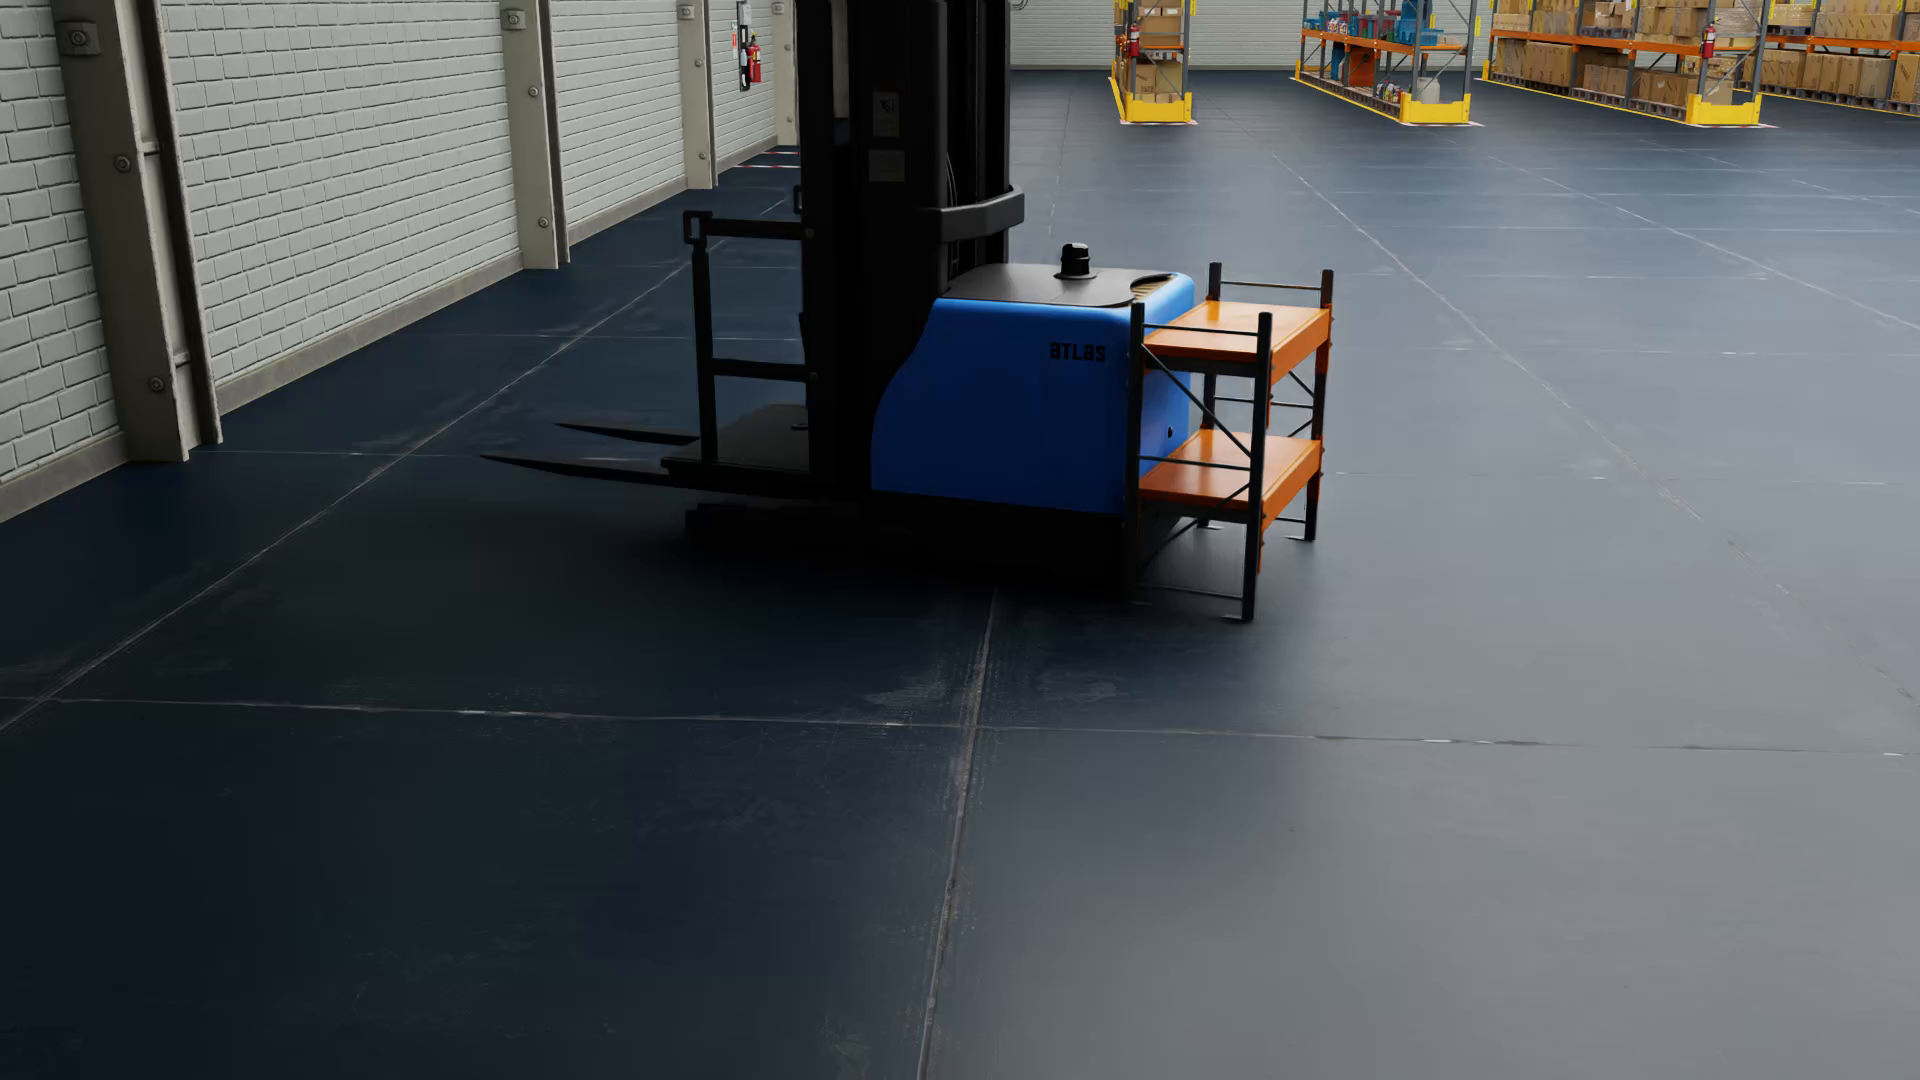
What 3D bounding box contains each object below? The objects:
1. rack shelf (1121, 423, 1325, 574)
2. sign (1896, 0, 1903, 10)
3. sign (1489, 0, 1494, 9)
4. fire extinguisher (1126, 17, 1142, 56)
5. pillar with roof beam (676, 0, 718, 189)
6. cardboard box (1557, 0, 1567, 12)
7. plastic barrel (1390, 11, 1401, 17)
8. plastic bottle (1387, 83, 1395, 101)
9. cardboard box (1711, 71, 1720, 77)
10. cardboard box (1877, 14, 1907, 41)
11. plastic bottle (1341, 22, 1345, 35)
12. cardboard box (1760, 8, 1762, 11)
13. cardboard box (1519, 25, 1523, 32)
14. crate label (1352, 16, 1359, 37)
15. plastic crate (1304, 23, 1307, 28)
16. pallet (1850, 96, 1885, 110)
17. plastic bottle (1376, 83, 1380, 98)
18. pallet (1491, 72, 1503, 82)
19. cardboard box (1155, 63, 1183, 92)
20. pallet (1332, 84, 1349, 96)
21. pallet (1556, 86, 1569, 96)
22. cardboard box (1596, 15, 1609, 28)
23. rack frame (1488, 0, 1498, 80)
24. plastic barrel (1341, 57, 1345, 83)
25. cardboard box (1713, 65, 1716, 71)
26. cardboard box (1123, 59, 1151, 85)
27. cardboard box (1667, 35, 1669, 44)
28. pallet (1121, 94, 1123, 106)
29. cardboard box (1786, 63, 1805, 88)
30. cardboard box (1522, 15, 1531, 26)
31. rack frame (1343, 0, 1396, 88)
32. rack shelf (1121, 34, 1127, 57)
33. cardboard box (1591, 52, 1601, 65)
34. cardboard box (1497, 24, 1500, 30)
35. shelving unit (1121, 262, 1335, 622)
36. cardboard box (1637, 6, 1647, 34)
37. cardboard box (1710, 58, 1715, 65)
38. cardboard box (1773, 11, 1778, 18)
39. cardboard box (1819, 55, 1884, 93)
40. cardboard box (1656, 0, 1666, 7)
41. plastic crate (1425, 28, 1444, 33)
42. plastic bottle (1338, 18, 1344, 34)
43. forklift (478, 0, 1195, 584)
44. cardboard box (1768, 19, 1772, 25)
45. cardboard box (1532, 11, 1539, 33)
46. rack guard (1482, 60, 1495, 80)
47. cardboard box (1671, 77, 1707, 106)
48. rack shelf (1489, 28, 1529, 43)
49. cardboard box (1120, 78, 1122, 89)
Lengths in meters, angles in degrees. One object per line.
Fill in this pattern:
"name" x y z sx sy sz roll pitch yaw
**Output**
"rack shelf" 1.042 -0.184 6.465 0.538 0.278 1.000 8 20 23
"sign" 18.125 -10.379 32.049 0.100 0.325 0.005 1 18 4
"sign" 14.034 -14.190 43.894 0.100 0.325 0.005 1 18 4
"fire extinguisher" 3.088 -8.916 29.442 0.296 0.674 0.183 1 18 4
"pillar with roof beam" 1.240 -8.354 17.965 9.100 9.000 0.400 1 18 4
"cardboard box" 14.173 -12.404 38.188 0.797 0.503 0.637 2 18 6
"plastic barrel" 9.127 -10.695 34.527 0.433 0.535 0.433 0 18 0
"plastic bottle" 8.258 -8.571 31.810 0.144 0.351 0.185 2 18 6
"cardboard box" 19.003 -11.638 41.527 0.380 0.149 0.250 1 18 4
"cardboard box" 18.438 -10.073 32.687 0.500 0.500 0.500 1 18 4
"plastic bottle" 8.748 -11.655 37.880 0.097 0.271 0.097 0 18 0
"cardboard box" 18.680 -12.270 38.325 0.380 0.149 0.250 1 18 3
"cardboard box" 14.032 -12.627 41.044 0.380 0.149 0.250 1 18 3
"crate label" 8.733 -11.067 35.823 0.502 0.435 0.616 1 18 4
"plastic crate" 9.195 -13.573 43.856 0.250 0.136 0.298 1 18 4
"pallet" 18.647 -8.774 33.360 1.003 0.211 1.213 1 18 4
"plastic bottle" 8.327 -8.934 33.045 0.097 0.271 0.097 0 18 0
"pallet" 14.608 -12.151 43.668 1.003 0.211 1.213 1 18 4
"cardboard box" 3.854 -8.546 30.723 0.500 0.500 0.500 1 18 4
"pallet" 9.088 -10.273 37.936 1.003 0.211 1.213 1 18 4
"pallet" 14.145 -10.160 37.591 1.003 0.211 1.213 1 18 4
"cardboard box" 13.664 -10.855 34.799 0.500 0.250 0.500 1 18 2
"rack frame" 14.587 -13.727 43.997 1.000 3.000 0.127 1 18 4
"plastic barrel" 9.173 -10.909 38.597 0.600 0.588 0.708 1 18 4
"cardboard box" 19.108 -11.839 41.664 0.380 0.149 0.250 0 18 1
"cardboard box" 3.473 -9.179 32.655 0.500 0.500 0.500 1 18 4
"cardboard box" 13.345 -9.275 30.816 0.380 0.149 0.250 1 18 4
"pallet" 3.860 -9.127 34.437 1.003 0.211 1.213 1 18 4
"cardboard box" 18.740 -10.322 36.946 0.500 0.500 0.500 1 18 4
"cardboard box" 14.070 -12.697 40.619 0.500 0.250 0.500 1 18 3
"rack frame" 9.074 -11.353 36.752 1.000 3.000 0.127 1 18 4
"rack shelf" 3.990 -10.501 35.309 1.077 0.370 4.000 1 18 4
"cardboard box" 13.996 -10.411 35.981 0.500 0.250 0.500 2 18 6
"cardboard box" 14.198 -13.345 43.236 0.380 0.149 0.250 1 18 3
"shelving unit" 1.042 -0.417 6.389 0.538 1.125 1.048 8 20 23
"cardboard box" 13.633 -10.050 32.139 0.875 0.500 0.500 1 18 4
"cardboard box" 19.027 -11.993 41.654 0.380 0.149 0.250 1 18 2
"cardboard box" 18.625 -11.886 37.630 0.380 0.149 0.250 2 18 5
"cardboard box" 18.761 -9.772 34.866 1.050 0.750 0.750 2 18 5
"cardboard box" 13.370 -10.219 31.048 0.500 0.500 0.500 1 18 4
"plastic crate" 8.978 -9.690 31.916 0.499 0.251 0.616 1 18 4
"plastic bottle" 8.812 -11.868 38.403 0.144 0.351 0.185 1 18 4
"forklift" -0.597 -1.492 6.770 3.031 2.935 1.130 7 19 19
"cardboard box" 18.644 -11.826 37.927 0.380 0.149 0.250 0 18 1
"cardboard box" 14.018 -12.394 39.771 0.500 0.500 0.500 1 18 4
"rack guard" 14.589 -12.546 44.409 1.175 0.500 0.348 1 18 4
"cardboard box" 13.574 -8.343 30.907 0.500 0.500 0.500 3 18 9
"rack shelf" 14.444 -12.764 42.214 1.077 0.370 4.000 1 18 4
"cardboard box" 3.736 -9.883 36.010 0.500 0.250 0.500 1 18 2
